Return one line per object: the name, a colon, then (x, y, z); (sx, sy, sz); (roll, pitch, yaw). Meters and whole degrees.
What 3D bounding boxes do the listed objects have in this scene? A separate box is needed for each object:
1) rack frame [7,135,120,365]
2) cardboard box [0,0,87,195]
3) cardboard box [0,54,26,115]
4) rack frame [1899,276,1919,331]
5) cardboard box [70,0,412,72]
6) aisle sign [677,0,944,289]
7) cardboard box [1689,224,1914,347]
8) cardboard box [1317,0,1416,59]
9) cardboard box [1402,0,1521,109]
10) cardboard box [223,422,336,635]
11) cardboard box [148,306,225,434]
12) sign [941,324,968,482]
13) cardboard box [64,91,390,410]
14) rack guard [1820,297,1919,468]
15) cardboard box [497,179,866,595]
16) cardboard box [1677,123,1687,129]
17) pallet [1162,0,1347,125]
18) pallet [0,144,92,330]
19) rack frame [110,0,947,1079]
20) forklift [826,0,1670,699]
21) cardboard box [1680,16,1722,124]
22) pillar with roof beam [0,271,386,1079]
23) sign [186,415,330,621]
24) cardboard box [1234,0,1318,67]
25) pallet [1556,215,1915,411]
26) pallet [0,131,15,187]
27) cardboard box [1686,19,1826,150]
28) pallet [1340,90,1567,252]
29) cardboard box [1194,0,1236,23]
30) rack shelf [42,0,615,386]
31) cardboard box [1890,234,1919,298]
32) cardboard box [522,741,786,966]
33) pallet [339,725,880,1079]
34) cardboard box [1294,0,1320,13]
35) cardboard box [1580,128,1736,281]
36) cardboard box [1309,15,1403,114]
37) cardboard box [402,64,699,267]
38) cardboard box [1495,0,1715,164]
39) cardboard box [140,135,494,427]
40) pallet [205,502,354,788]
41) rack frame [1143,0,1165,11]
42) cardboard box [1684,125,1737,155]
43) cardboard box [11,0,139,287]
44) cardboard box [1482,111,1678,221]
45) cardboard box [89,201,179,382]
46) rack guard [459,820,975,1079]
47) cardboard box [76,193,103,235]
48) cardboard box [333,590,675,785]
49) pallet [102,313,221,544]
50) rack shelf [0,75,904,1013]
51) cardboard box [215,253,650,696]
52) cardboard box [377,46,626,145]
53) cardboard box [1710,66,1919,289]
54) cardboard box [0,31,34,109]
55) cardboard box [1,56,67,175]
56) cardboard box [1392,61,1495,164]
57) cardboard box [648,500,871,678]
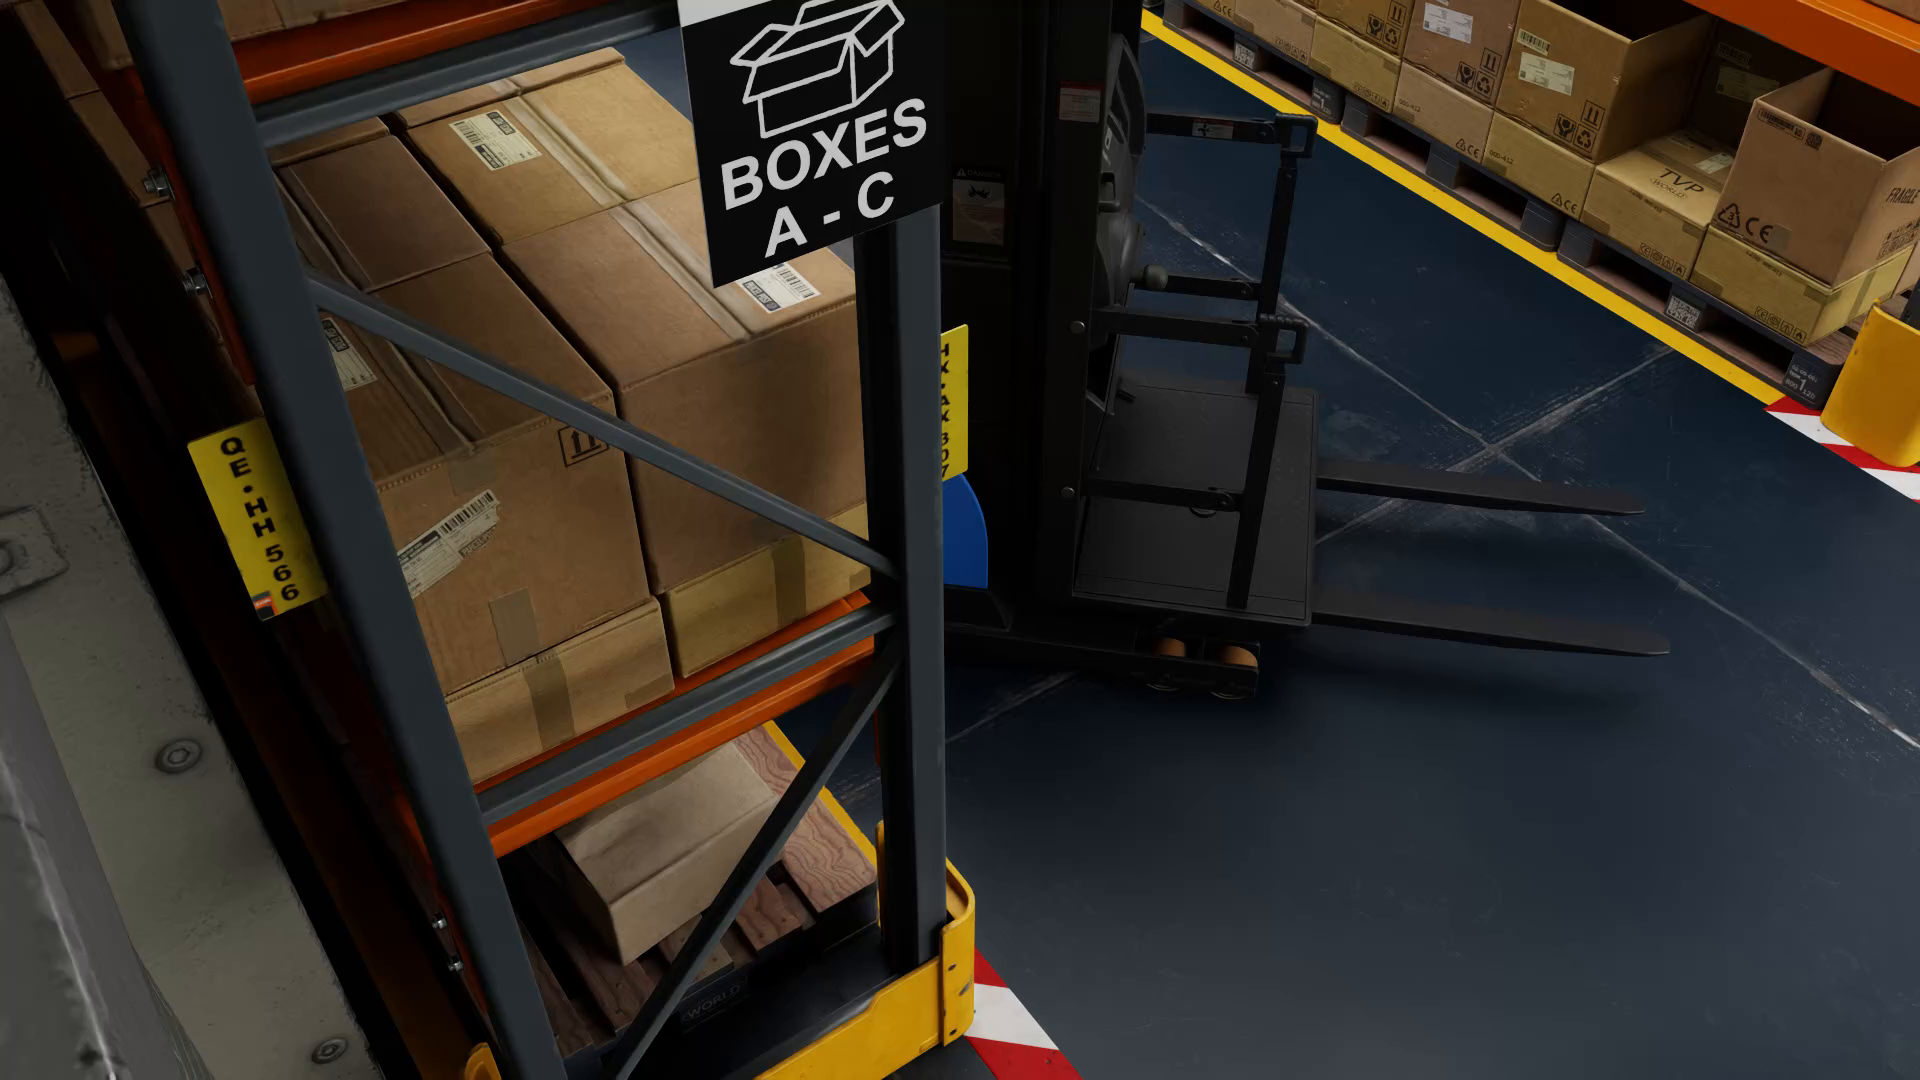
rack frame: (-2.762, -1.964, 5.340); (1.000, 3.000, 0.127); (-26, 49, -24)
cardboard box: (-2.091, -1.261, 4.154); (0.500, 0.500, 0.500); (-24, 49, -23)
cardboard box: (-2.669, -1.566, 5.017); (0.500, 0.250, 0.500); (-25, 49, -24)
rack frame: (3.587, -1.658, 5.019); (1.000, 3.000, 0.127); (-26, 49, -24)
cardboard box: (-0.920, -0.963, 2.032); (0.500, 0.500, 0.500); (-22, 48, -22)
aisle sign: (-0.186, -0.717, 2.151); (0.394, 0.787, 0.004); (-26, 49, -24)
cardboard box: (3.038, -1.002, 6.019); (0.500, 0.250, 0.500); (-26, 49, -24)
cardboard box: (1.880, -2.399, 6.940); (0.500, 0.500, 0.500); (-26, 49, -24)
cardboard box: (2.167, -2.117, 6.644); (0.500, 0.500, 0.500); (-26, 49, -24)
cardboard box: (-1.205, -0.130, 3.513); (0.500, 0.250, 0.500); (-24, 49, -23)
cardboard box: (-1.497, -0.413, 3.809); (0.500, 0.250, 0.500); (-26, 49, -25)
sign: (-0.029, -0.226, 2.893); (0.100, 0.325, 0.005); (-26, 49, -24)
cardboard box: (-1.497, -0.686, 3.552); (0.500, 0.500, 0.500); (-27, 50, -25)
rack guard: (3.601, -0.740, 5.868); (1.175, 0.500, 0.348); (-26, 49, -24)
cardboard box: (-0.500, -0.312, 3.160); (0.500, 0.500, 0.500); (-26, 49, -24)
cardboard box: (2.888, -1.772, 6.825); (0.500, 0.250, 0.500); (-26, 49, -24)
pallet: (1.720, -2.448, 7.866); (1.003, 0.211, 1.213); (-26, 49, -24)
pallet: (-3.208, -1.396, 6.764); (1.003, 0.211, 1.213); (-26, 49, -24)
rack frame: (-0.473, 0.301, 2.967); (1.000, 3.000, 0.127); (-26, 49, -24)
forklift: (0.614, -0.984, 4.363); (3.031, 2.935, 1.130); (7, 44, 7)
cardboard box: (2.879, -2.038, 6.562); (0.500, 0.500, 0.500); (-26, 49, -24)
pillar with roof beam: (1.948, -3.624, 2.734); (9.100, 9.000, 0.400); (-26, 49, -24)
sign: (-0.940, -0.024, 2.240); (0.100, 0.325, 0.005); (-26, 49, -24)
cardboard box: (1.598, -2.413, 7.497); (0.500, 0.250, 0.500); (-26, 49, -24)
pallet: (3.116, -1.066, 6.418); (1.003, 0.211, 1.213); (-26, 49, -24)
pallet: (-3.910, -2.087, 7.489); (1.003, 0.211, 1.213); (-26, 49, -24)
cardboard box: (3.175, -1.760, 6.270); (0.500, 0.500, 0.500); (-26, 49, -24)
pallet: (2.422, -1.756, 7.141); (1.003, 0.211, 1.213); (-26, 49, -24)
cardboard box: (1.316, -2.698, 7.796); (0.500, 0.250, 0.500); (-26, 49, -24)
rack shelf: (-1.618, -1.656, 3.366); (1.077, 0.370, 4.000); (-26, 49, -24)
cardboard box: (3.463, -1.207, 6.234); (0.500, 0.250, 0.500); (-26, 49, -24)
cardboard box: (-0.795, 0.687, 4.191); (0.500, 0.311, 0.500); (-31, 52, -29)
pallet: (-0.953, 0.793, 4.471); (1.003, 0.211, 1.213); (-26, 49, -24)
cardboard box: (1.600, -2.685, 7.239); (0.500, 0.500, 0.500); (-26, 49, -24)
cardboard box: (2.742, -1.280, 6.311); (0.500, 0.250, 0.500); (-26, 49, -24)
cardboard box: (1.879, -2.128, 7.198); (0.500, 0.250, 0.500); (-26, 49, -24)
cardboard box: (-0.775, -0.596, 3.458); (0.500, 0.500, 0.500); (-26, 49, -24)
cardboard box: (2.452, -1.833, 6.347); (0.500, 0.500, 0.500); (-26, 49, -24)
cardboard box: (-1.197, -0.395, 3.247); (0.500, 0.500, 0.500); (-25, 49, -24)
pallet: (-1.647, 0.102, 5.195); (1.003, 0.211, 1.213); (-26, 49, -24)
rack frame: (1.299, -3.923, 7.392); (1.000, 3.000, 0.127); (-26, 49, -24)
cardboard box: (3.174, -1.488, 6.529); (0.500, 0.250, 0.500); (-26, 49, -24)
cardboard box: (-1.785, -0.971, 3.851); (0.500, 0.500, 0.500); (-25, 49, -24)
cardboard box: (2.455, -1.563, 6.607); (0.500, 0.250, 0.500); (-26, 49, -24)
cardboard box: (-1.788, -0.698, 4.108); (0.500, 0.250, 0.500); (-25, 49, -24)
rack guard: (-0.517, 1.162, 3.875); (1.175, 0.500, 0.348); (-26, 49, -24)
cardboard box: (-2.062, -0.992, 4.415); (0.500, 0.250, 0.500); (-27, 50, -25)
cardboard box: (-0.900, 0.160, 3.209); (0.500, 0.250, 0.500); (-25, 49, -24)
pallet: (-2.349, -0.589, 5.919); (1.003, 0.211, 1.213); (-26, 49, -24)
rack shelf: (-1.618, -0.571, 4.402); (1.077, 0.370, 4.000); (-26, 49, -24)
cardboard box: (-0.917, -0.106, 2.945); (0.500, 0.500, 0.500); (-26, 50, -25)
cardboard box: (-1.065, -0.891, 3.767); (0.500, 0.500, 0.500); (-27, 50, -26)
cardboard box: (3.037, -1.272, 5.759); (0.500, 0.500, 0.500); (-26, 49, -24)
cardboard box: (-2.371, -1.545, 4.452); (0.500, 0.500, 0.500); (-26, 49, -25)
cardboard box: (-2.366, -1.284, 4.722); (0.500, 0.250, 0.500); (-27, 50, -26)
cardboard box: (2.170, -1.847, 6.904); (0.500, 0.250, 0.500); (-26, 49, -24)
cardboard box: (-0.492, -0.054, 3.433); (0.500, 0.250, 0.500); (-27, 50, -26)
